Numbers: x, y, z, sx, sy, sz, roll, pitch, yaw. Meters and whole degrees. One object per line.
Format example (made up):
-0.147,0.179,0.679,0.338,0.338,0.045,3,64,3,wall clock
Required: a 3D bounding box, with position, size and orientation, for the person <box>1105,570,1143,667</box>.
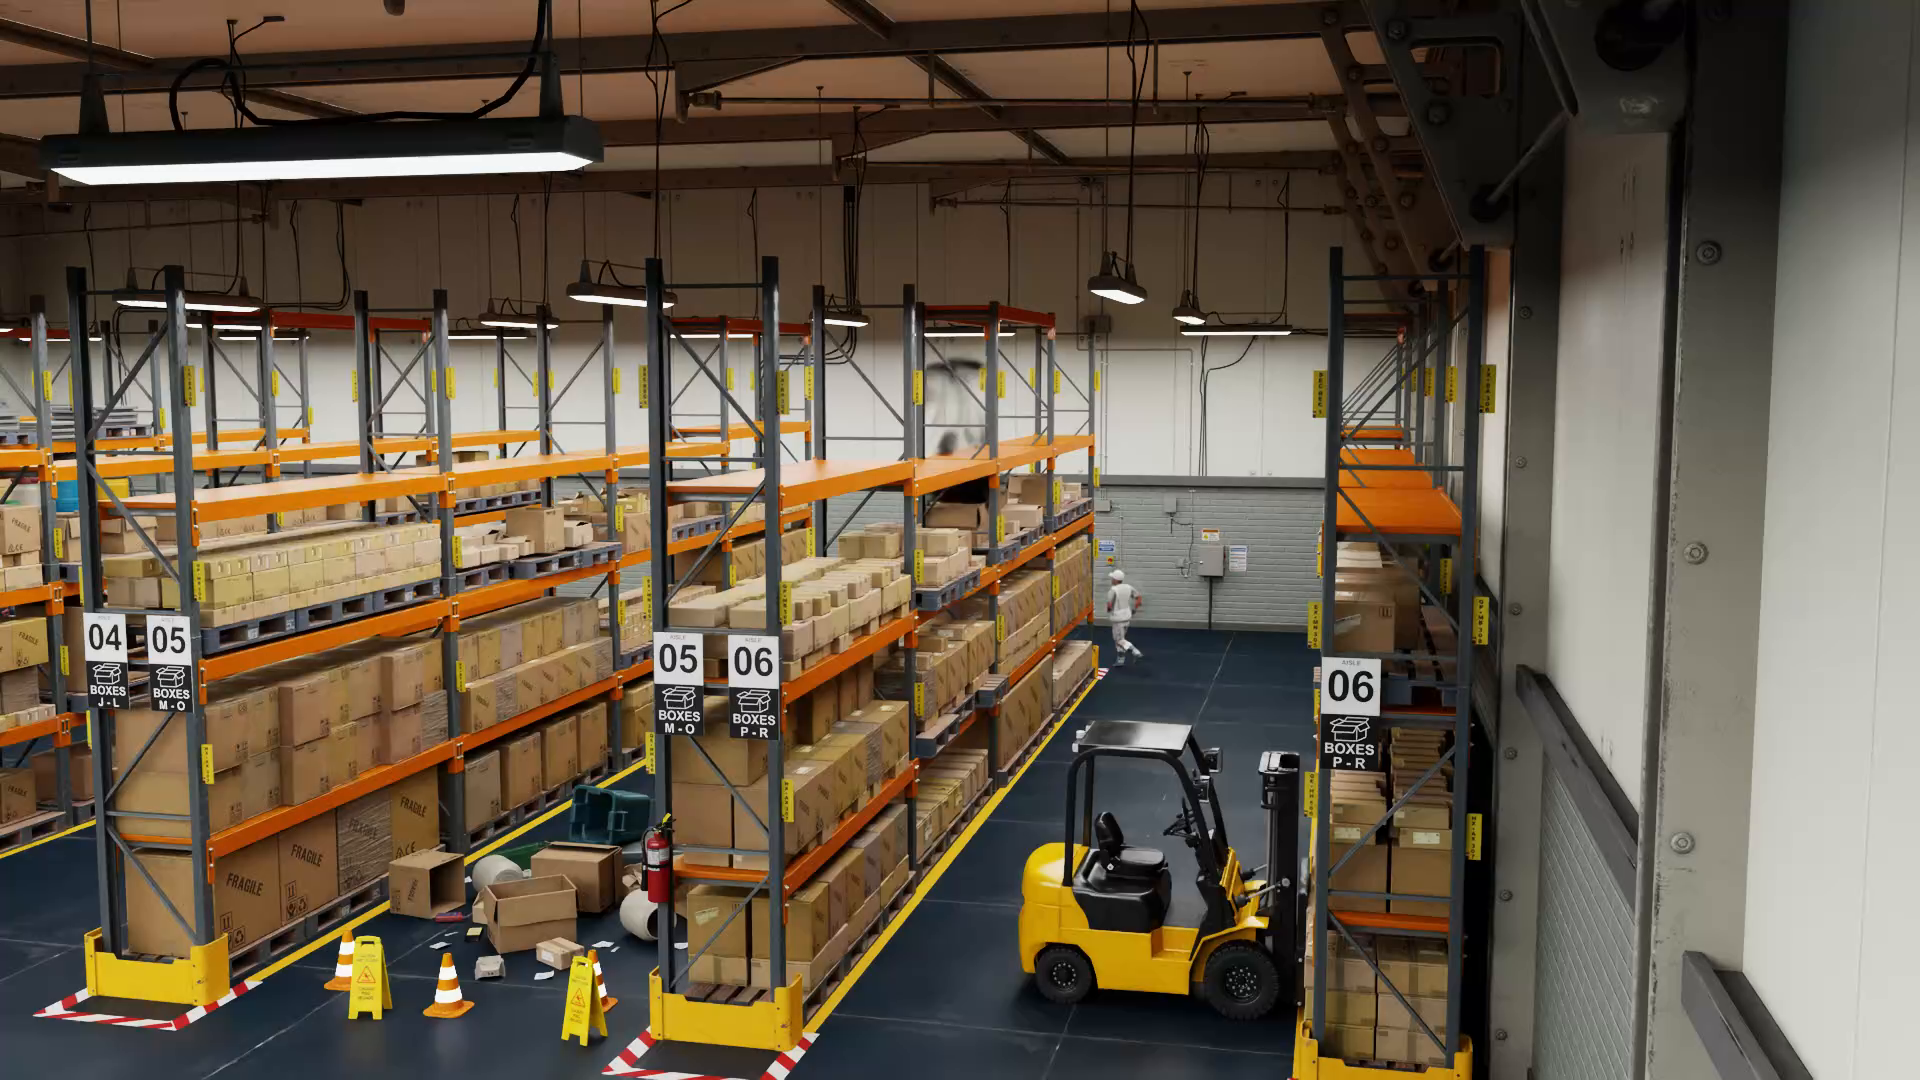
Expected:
2.804,1.399,28.827,0.711,1.783,0.808,-4,7,-37,person
